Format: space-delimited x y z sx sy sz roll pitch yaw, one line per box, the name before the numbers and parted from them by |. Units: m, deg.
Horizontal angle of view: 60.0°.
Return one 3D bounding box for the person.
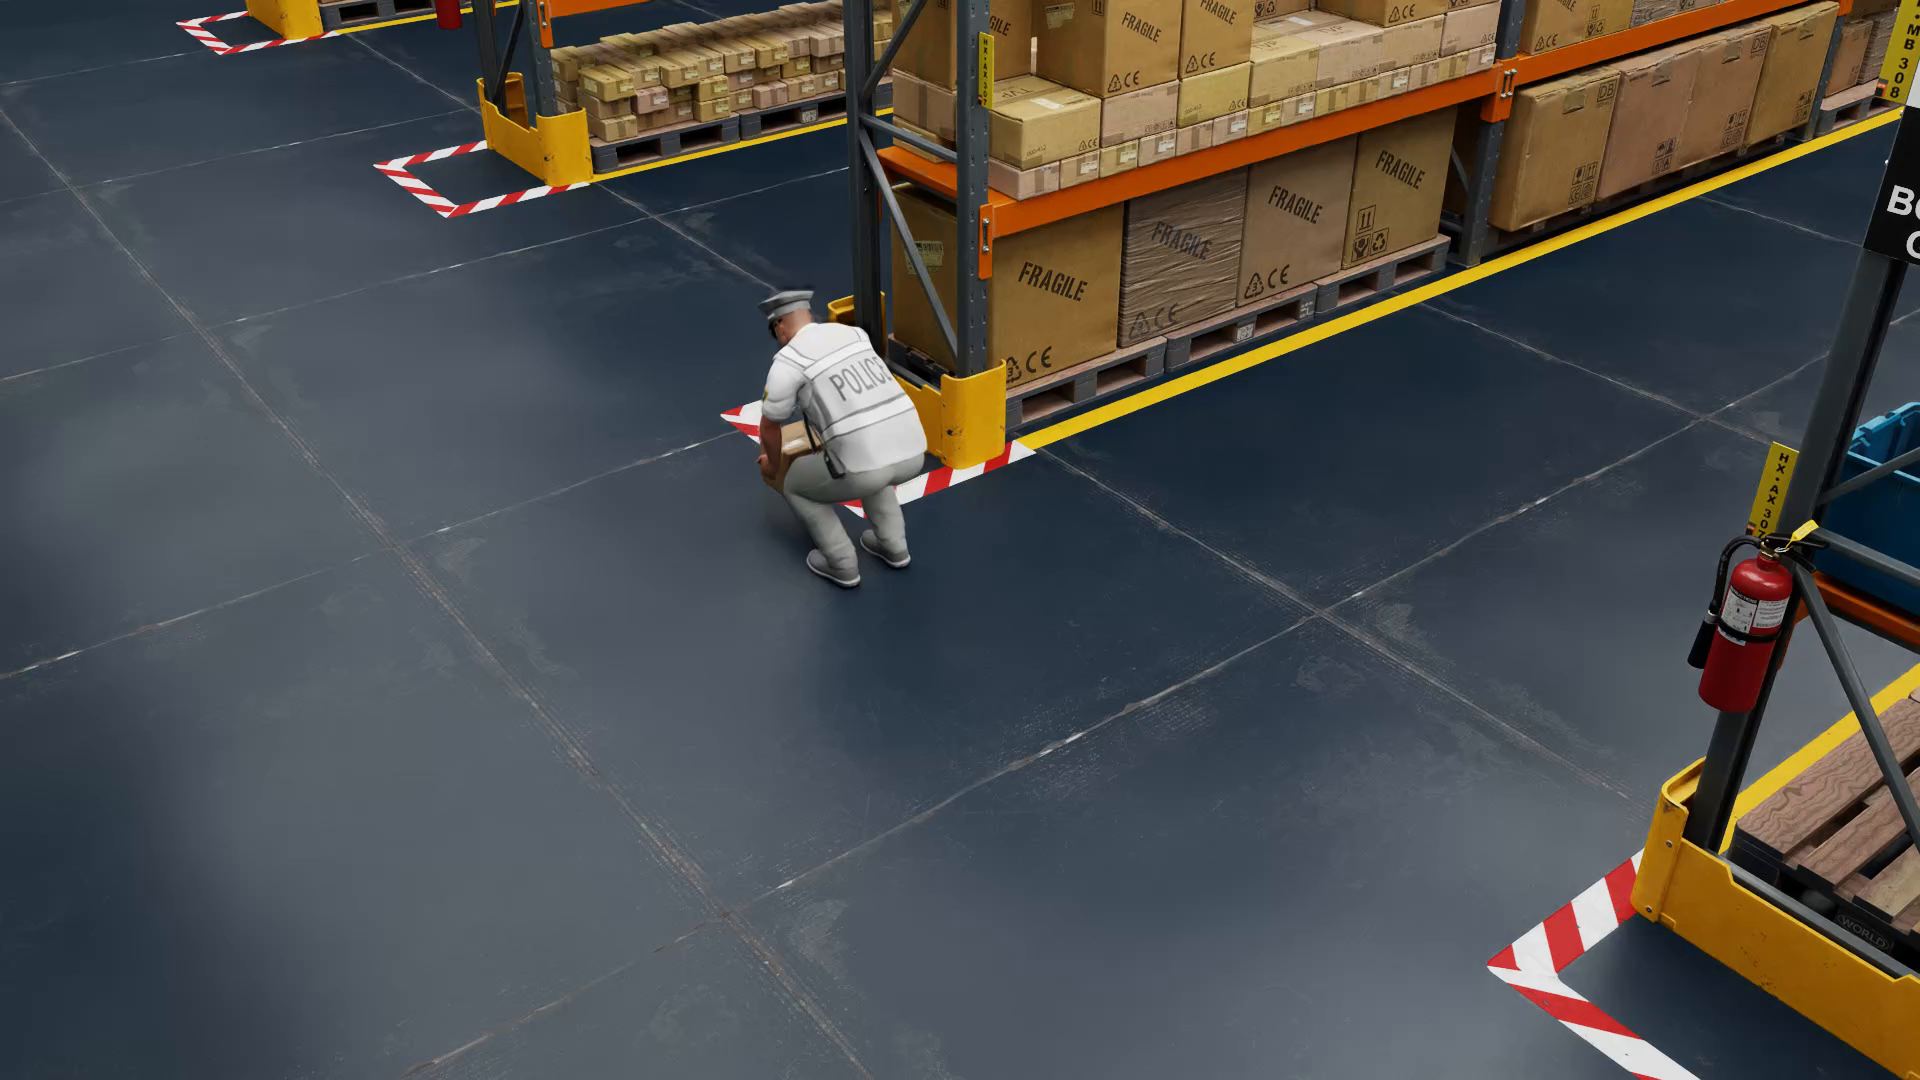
person | -0.550 -0.441 7.324 0.581 1.241 0.882 -22 38 -31
